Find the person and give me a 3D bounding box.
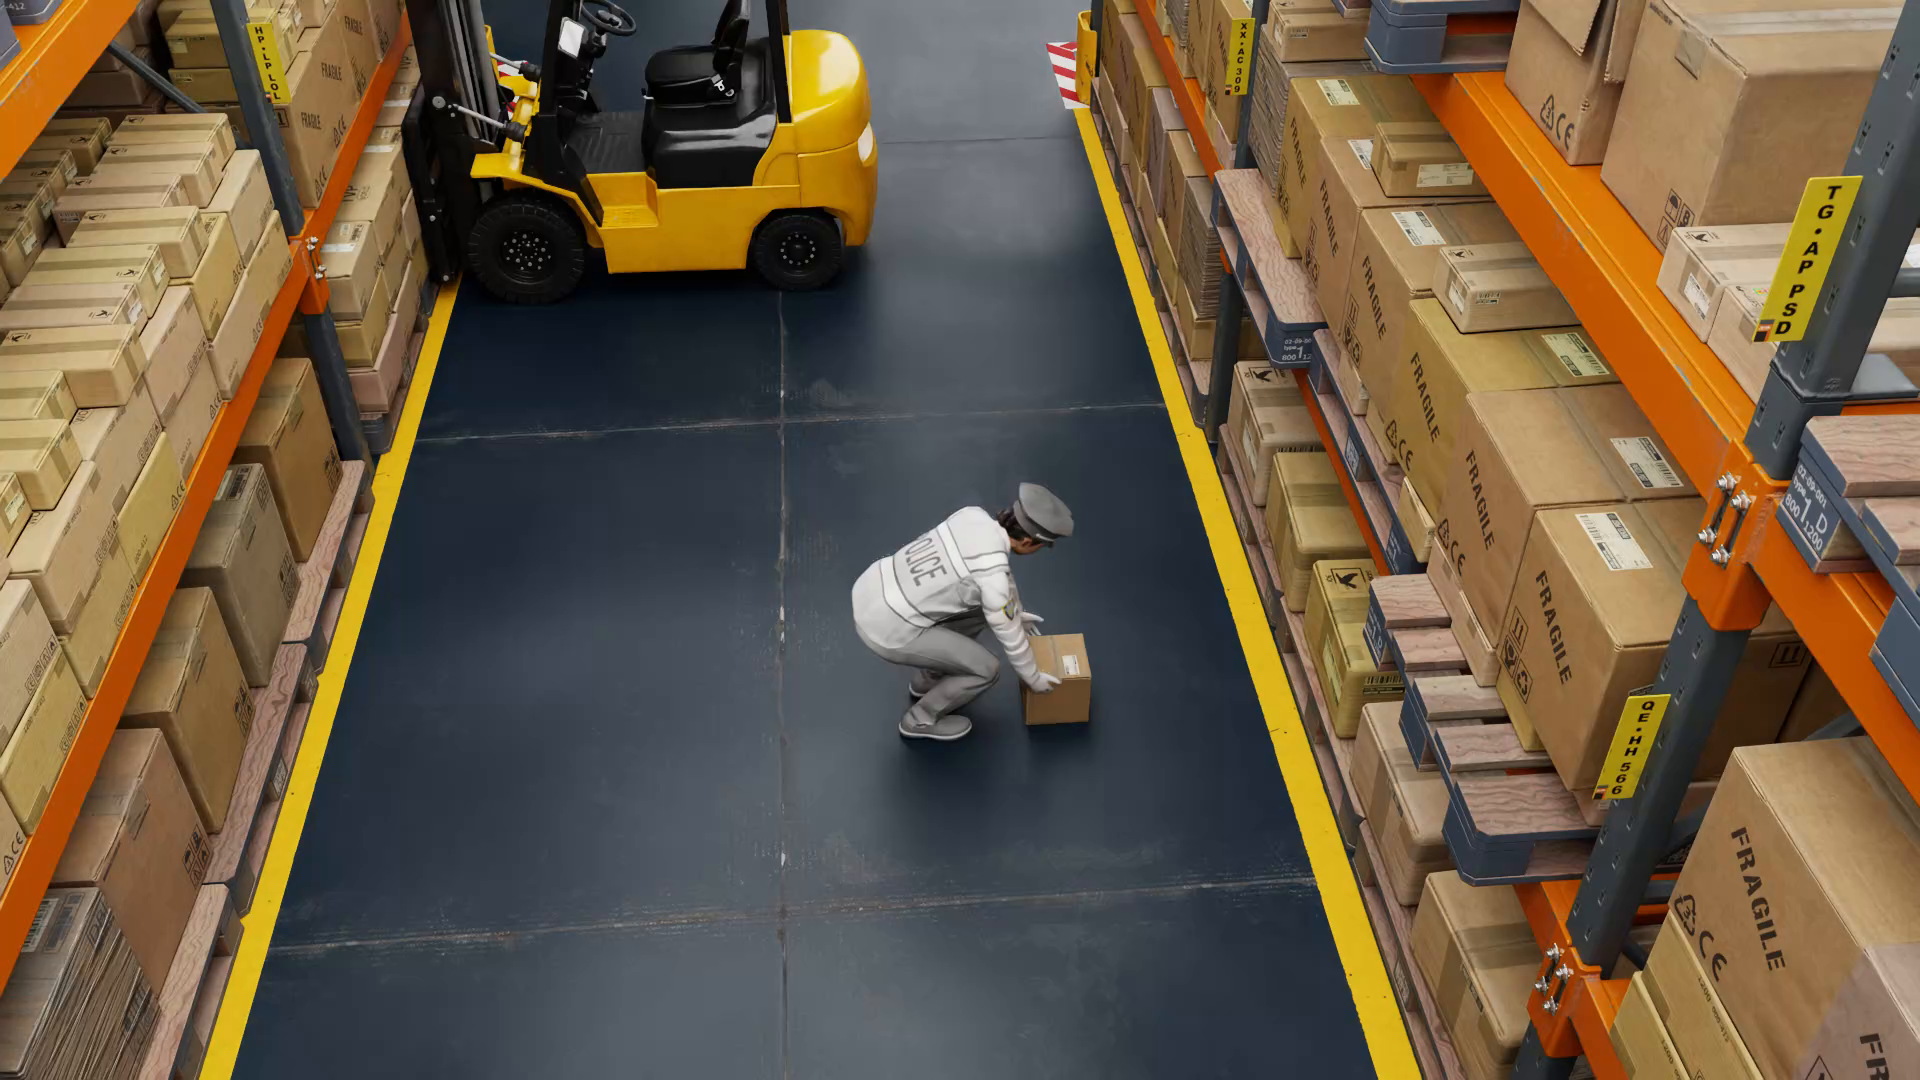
[{"bbox_3d":[0.010,0.256,6.348,0.836,1.028,0.498,-3,39,-4],"label":"person"}]
